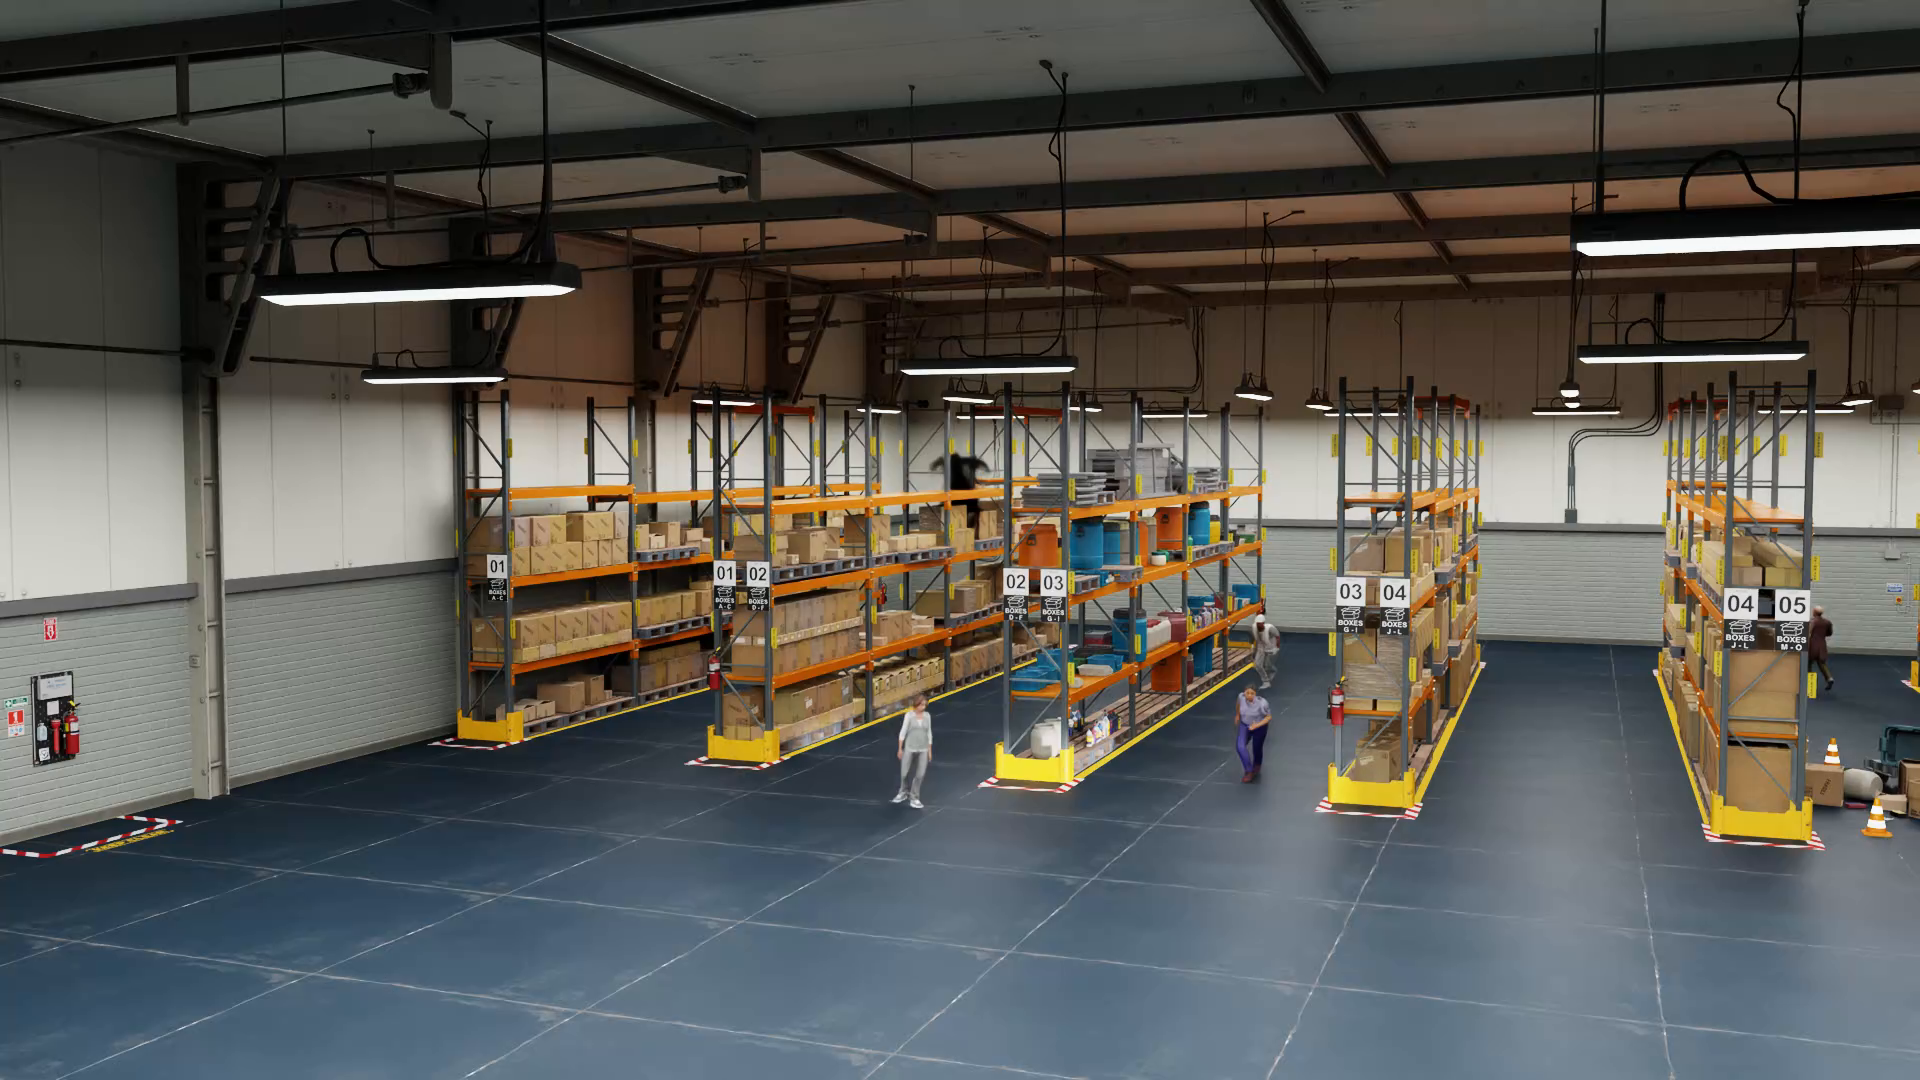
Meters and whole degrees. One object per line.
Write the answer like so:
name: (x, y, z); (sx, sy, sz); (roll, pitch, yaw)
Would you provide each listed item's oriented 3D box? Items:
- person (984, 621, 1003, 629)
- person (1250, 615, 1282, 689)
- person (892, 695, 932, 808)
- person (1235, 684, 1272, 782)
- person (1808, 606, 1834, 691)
person: (0.966, 1.603, 45.454); (0.733, 1.815, 0.647); (3, 4, 41)
person: (6.406, 2.313, 34.670); (0.689, 1.578, 1.048); (2, 4, 32)
person: (-0.664, 2.935, 23.169); (0.541, 1.582, 0.434); (-1, 3, -16)
person: (4.460, 2.861, 25.176); (0.623, 1.482, 1.027); (1, 3, 24)
person: (17.539, 2.262, 34.043); (0.689, 1.664, 1.063); (0, 3, 0)
